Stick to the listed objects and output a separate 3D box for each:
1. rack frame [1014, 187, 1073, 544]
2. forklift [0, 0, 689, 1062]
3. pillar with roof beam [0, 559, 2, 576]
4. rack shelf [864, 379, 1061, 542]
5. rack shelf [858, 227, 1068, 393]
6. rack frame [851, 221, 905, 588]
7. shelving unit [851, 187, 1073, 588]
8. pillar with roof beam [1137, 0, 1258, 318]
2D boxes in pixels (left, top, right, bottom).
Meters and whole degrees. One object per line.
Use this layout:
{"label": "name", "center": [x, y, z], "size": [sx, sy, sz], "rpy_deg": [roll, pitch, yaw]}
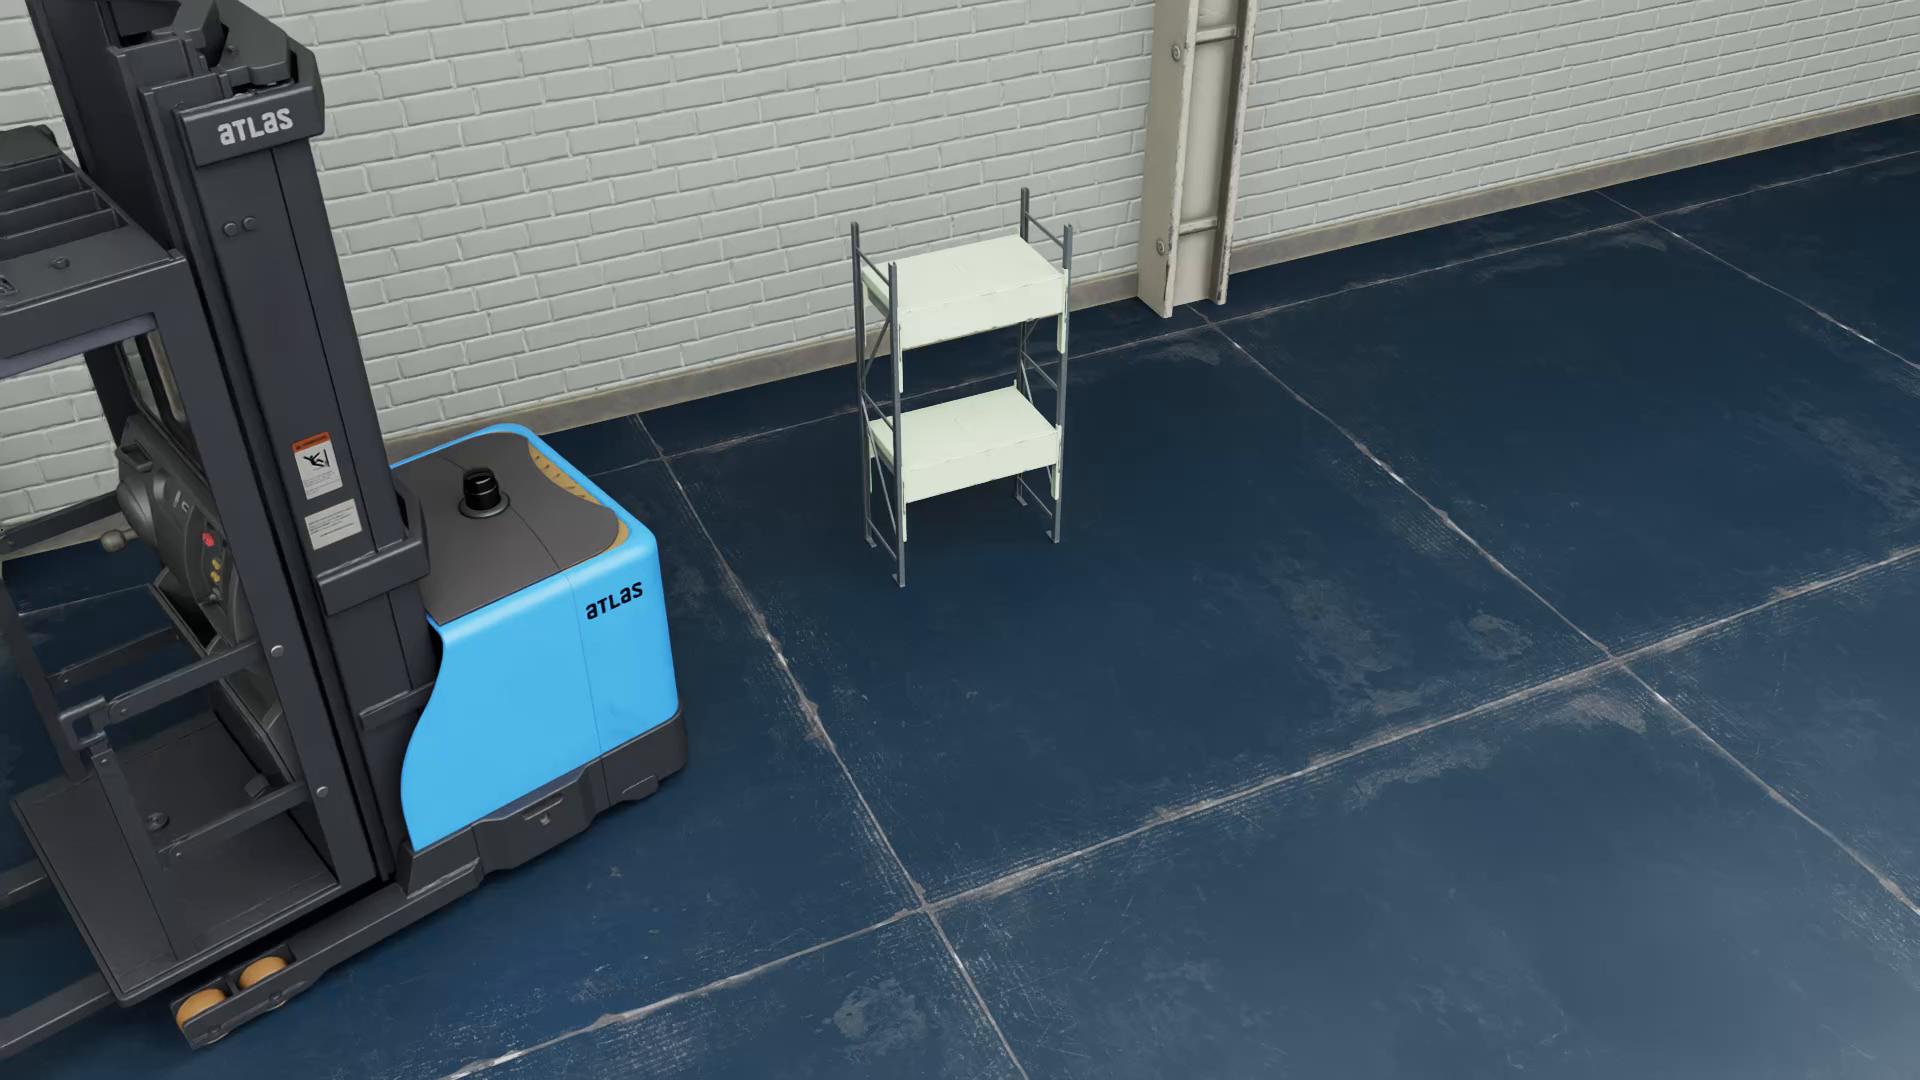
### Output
{"label": "rack frame", "center": [0.337, -0.697, 6.930], "size": [0.023, 1.500, 0.400], "rpy_deg": [-16, 39, -20]}
{"label": "forklift", "center": [-2.436, 0.025, 4.755], "size": [3.031, 2.935, 1.130], "rpy_deg": [-27, 44, -32]}
{"label": "pillar with roof beam", "center": [-2.408, -1.086, 1.161], "size": [0.400, 9.000, 9.100], "rpy_deg": [-16, 39, -20]}
{"label": "rack shelf", "center": [0.006, -0.342, 7.000], "size": [0.720, 0.370, 0.431], "rpy_deg": [-16, 39, -20]}
{"label": "rack shelf", "center": [0.006, -0.918, 6.573], "size": [0.720, 0.370, 0.431], "rpy_deg": [-16, 39, -20]}
{"label": "rack frame", "center": [-0.325, -0.511, 6.681], "size": [0.023, 1.500, 0.400], "rpy_deg": [-16, 39, -20]}
{"label": "shelving unit", "center": [0.006, -0.604, 6.805], "size": [0.755, 1.500, 0.431], "rpy_deg": [-16, 39, -20]}
{"label": "pillar with roof beam", "center": [3.024, -2.605, 3.208], "size": [0.400, 9.000, 9.100], "rpy_deg": [-16, 39, -20]}
